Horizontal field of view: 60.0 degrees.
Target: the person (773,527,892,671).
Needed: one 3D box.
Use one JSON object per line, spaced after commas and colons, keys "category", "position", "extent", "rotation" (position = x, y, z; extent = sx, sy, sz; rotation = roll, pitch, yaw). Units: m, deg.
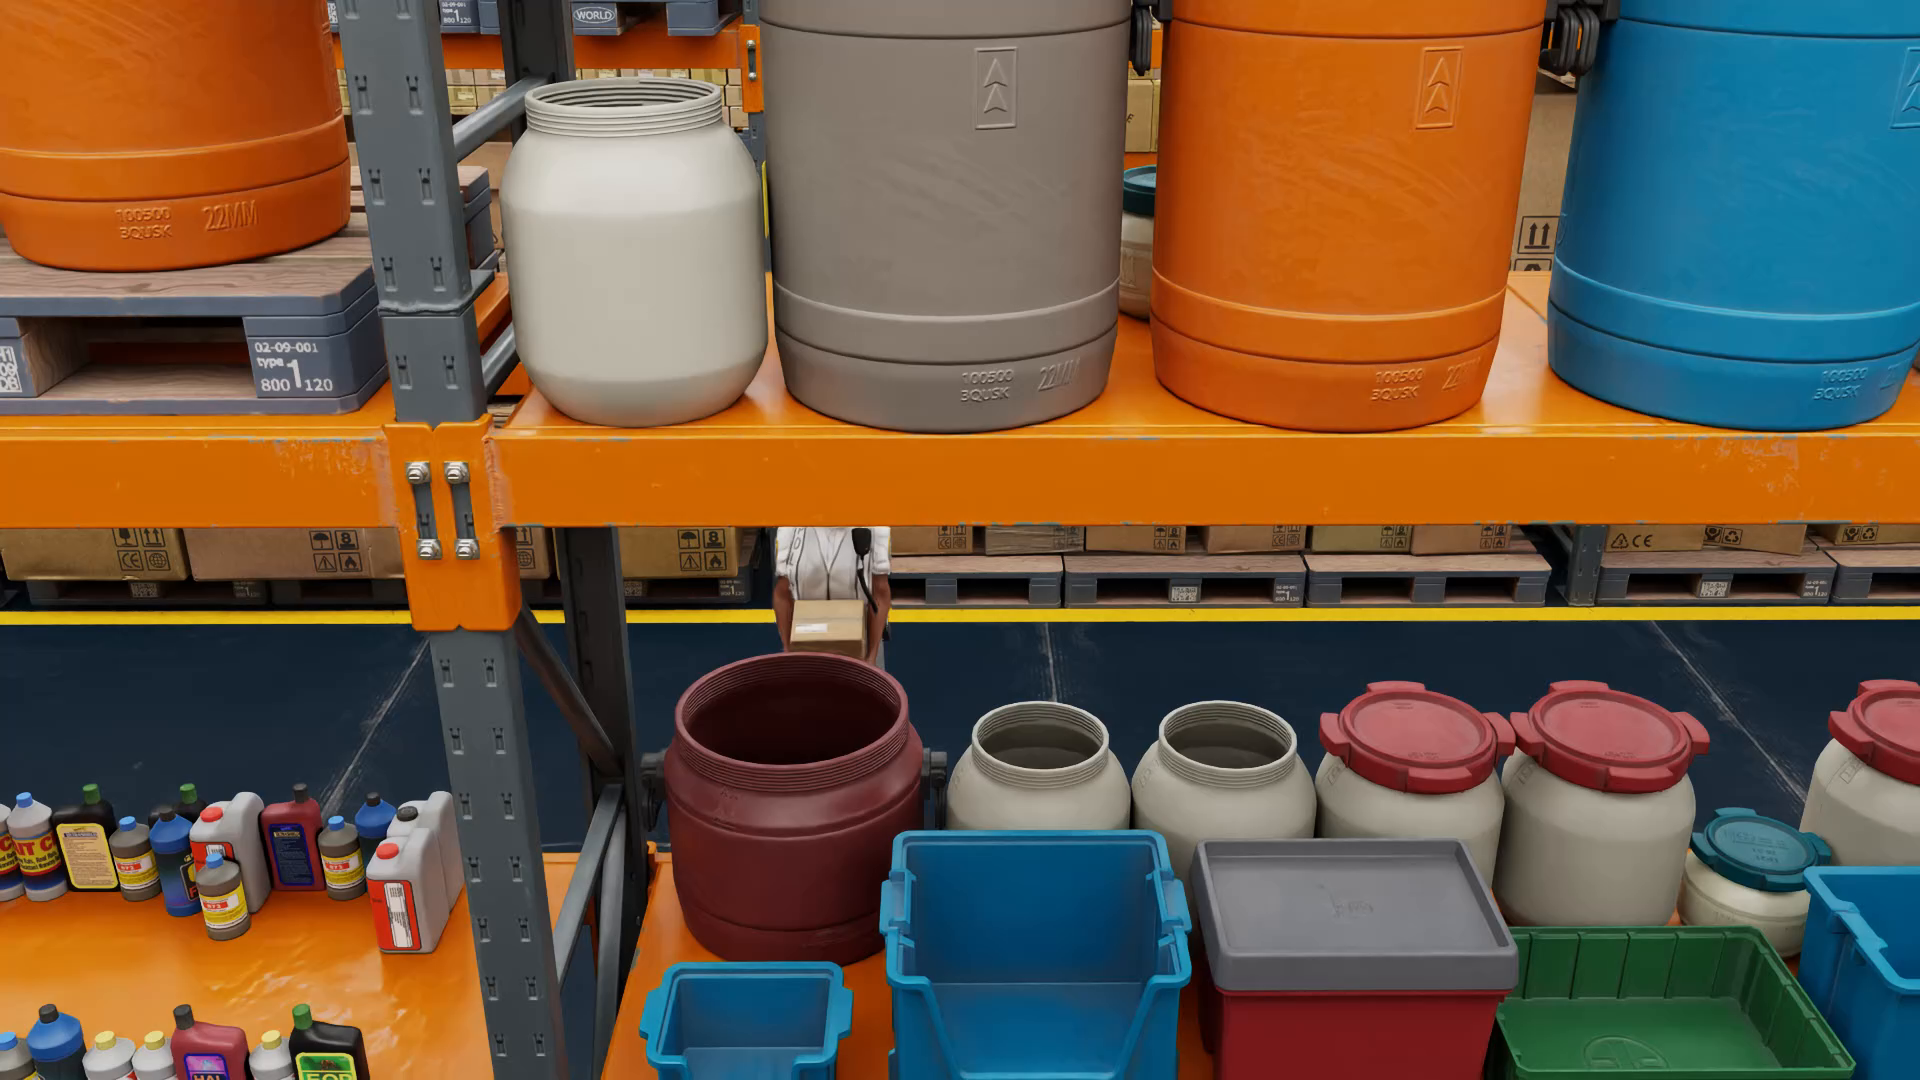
{"category": "person", "position": [-0.463, 0.427, 6.130], "extent": [0.435, 1.692, 0.519], "rotation": [0, 24, -1]}
